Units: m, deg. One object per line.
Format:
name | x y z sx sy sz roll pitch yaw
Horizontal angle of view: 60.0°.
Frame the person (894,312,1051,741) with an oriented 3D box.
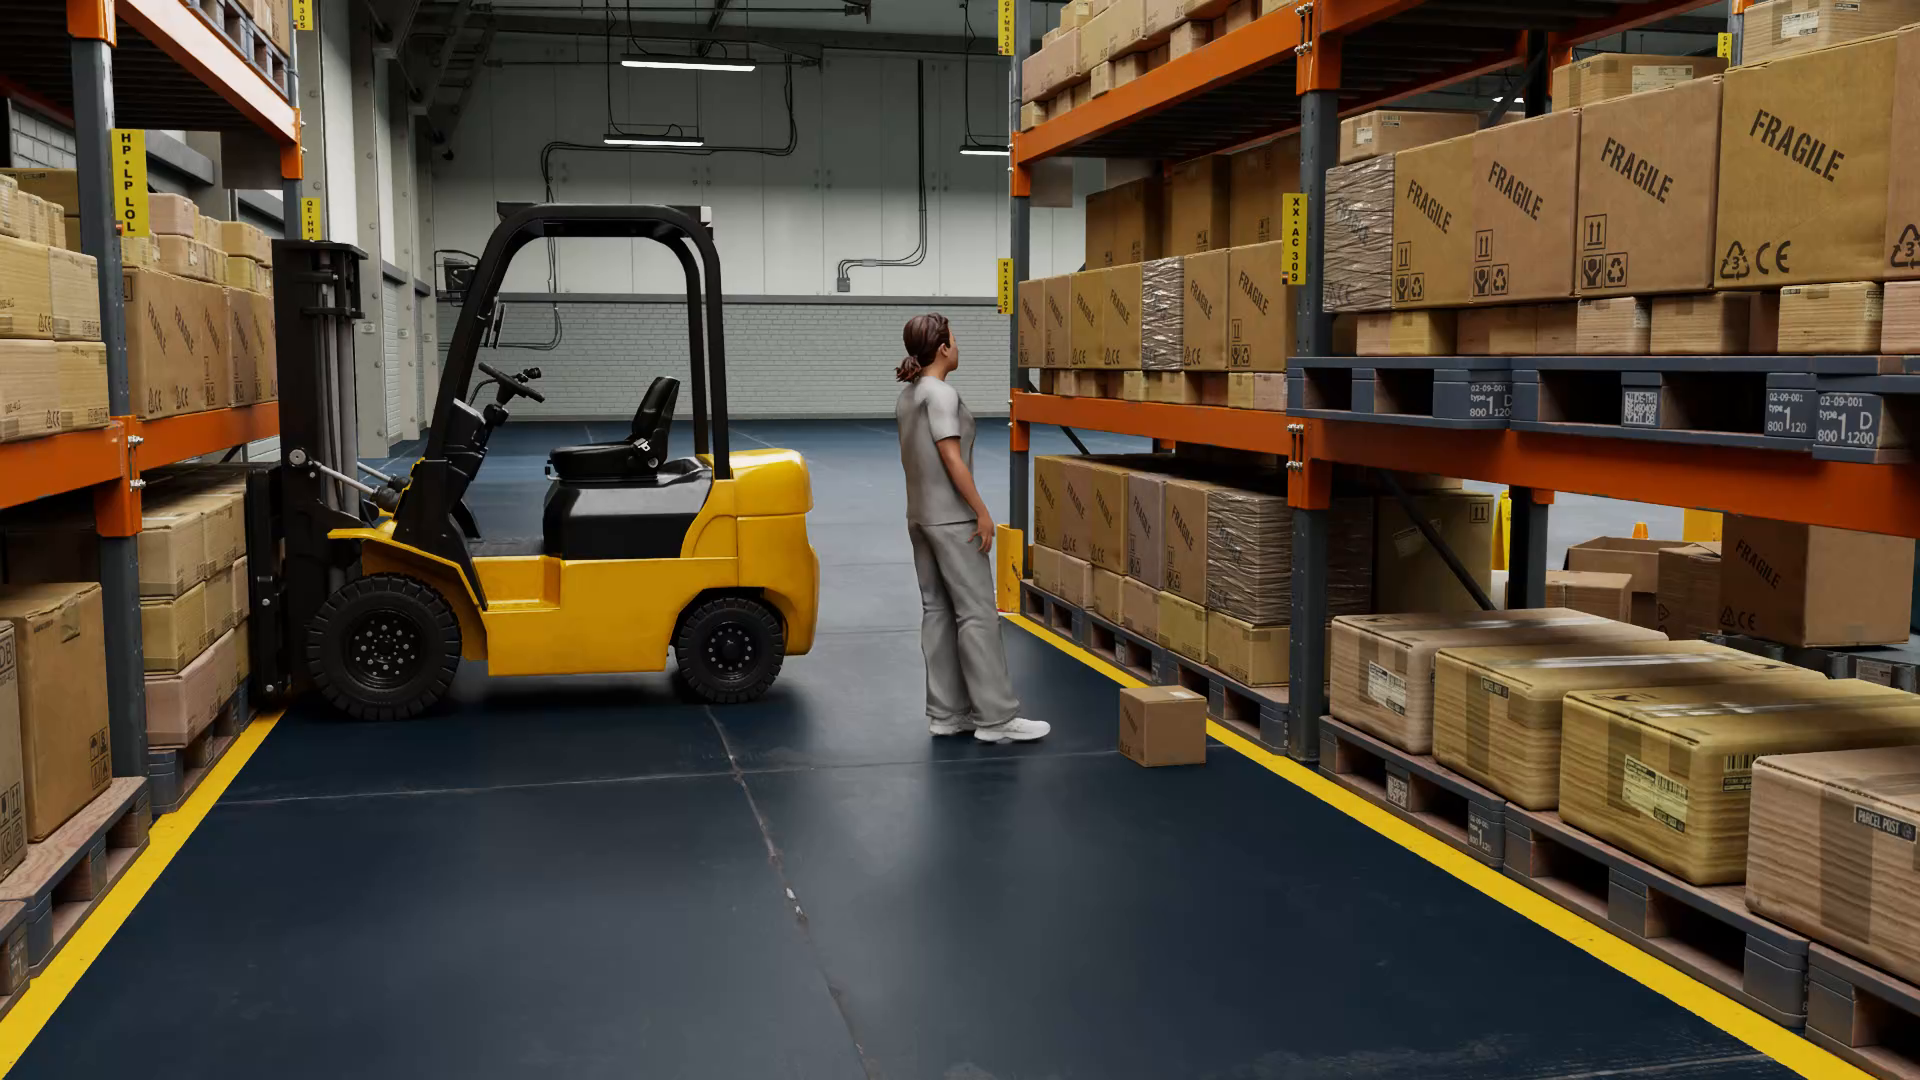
person | 0.010 -0.060 6.610 0.548 1.674 0.549 -3 7 -25
